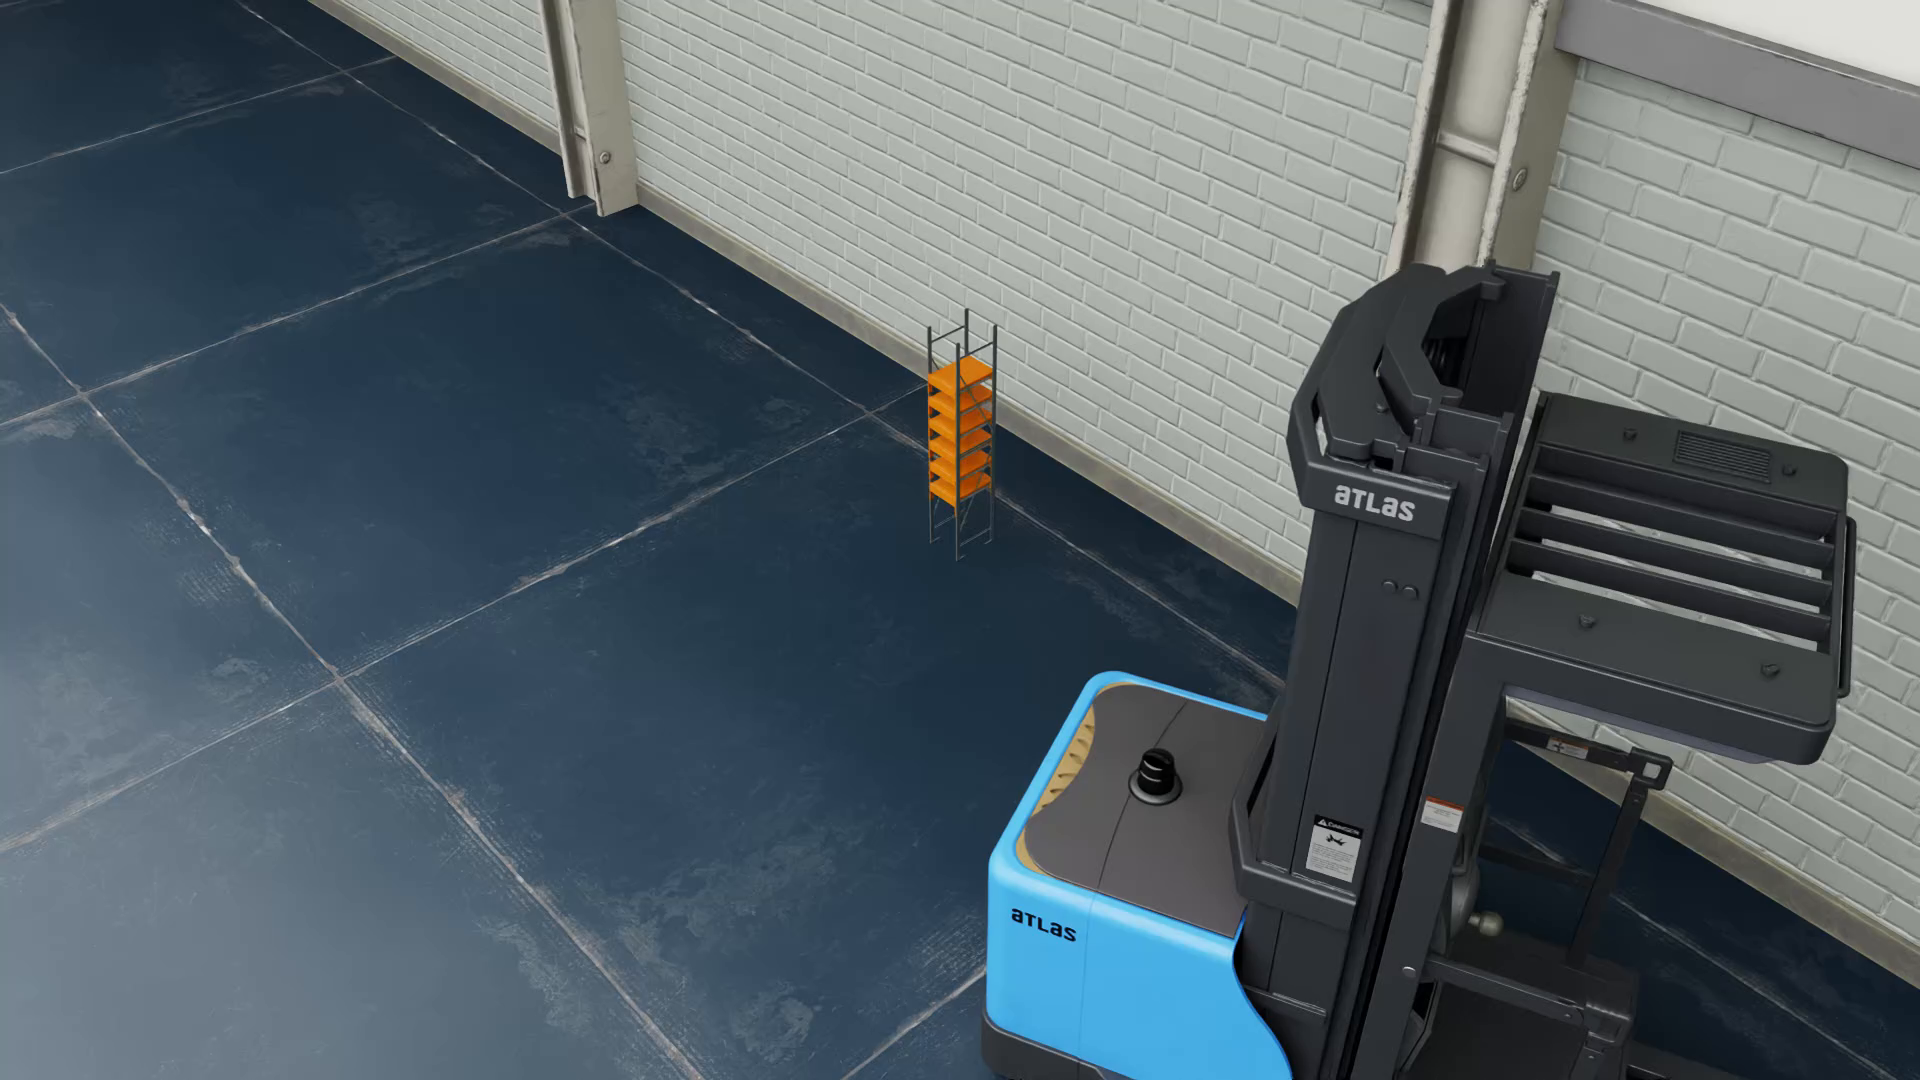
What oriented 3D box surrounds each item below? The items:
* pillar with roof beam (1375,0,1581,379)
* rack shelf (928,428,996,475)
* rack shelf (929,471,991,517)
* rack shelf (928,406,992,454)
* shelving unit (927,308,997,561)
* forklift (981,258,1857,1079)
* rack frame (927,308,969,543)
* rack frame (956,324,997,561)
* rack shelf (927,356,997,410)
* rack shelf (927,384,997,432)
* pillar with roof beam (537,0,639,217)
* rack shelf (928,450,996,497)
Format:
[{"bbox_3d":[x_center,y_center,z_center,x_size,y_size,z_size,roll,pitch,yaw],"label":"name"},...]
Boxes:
[{"bbox_3d":[-1.388,-1.085,2.140,9.100,9.000,0.400,-30,48,-32],"label":"pillar with roof beam"},{"bbox_3d":[0.010,-0.426,7.600,0.258,0.103,0.180,-30,48,-32],"label":"rack shelf"},{"bbox_3d":[0.010,-0.239,7.751,0.258,0.103,0.180,-30,48,-32],"label":"rack shelf"},{"bbox_3d":[0.010,-0.519,7.525,0.258,0.103,0.180,-30,48,-32],"label":"rack shelf"},{"bbox_3d":[0.010,-0.460,7.573,0.258,1.200,0.189,-30,48,-32],"label":"shelving unit"},{"bbox_3d":[1.635,0.779,4.661,3.031,2.935,1.130,16,41,18],"label":"forklift"},{"bbox_3d":[-0.052,-0.502,7.625,0.240,1.200,0.006,-30,48,-32],"label":"rack frame"},{"bbox_3d":[0.072,-0.418,7.520,0.240,1.200,0.006,-30,48,-32],"label":"rack frame"},{"bbox_3d":[0.010,-0.706,7.374,0.258,0.103,0.180,-30,48,-32],"label":"rack shelf"},{"bbox_3d":[0.010,-0.612,7.450,0.258,0.103,0.180,-30,48,-32],"label":"rack shelf"},{"bbox_3d":[-5.446,-3.862,5.578,9.100,9.000,0.400,-30,48,-32],"label":"pillar with roof beam"},{"bbox_3d":[0.010,-0.332,7.676,0.258,0.103,0.180,-30,48,-32],"label":"rack shelf"}]
